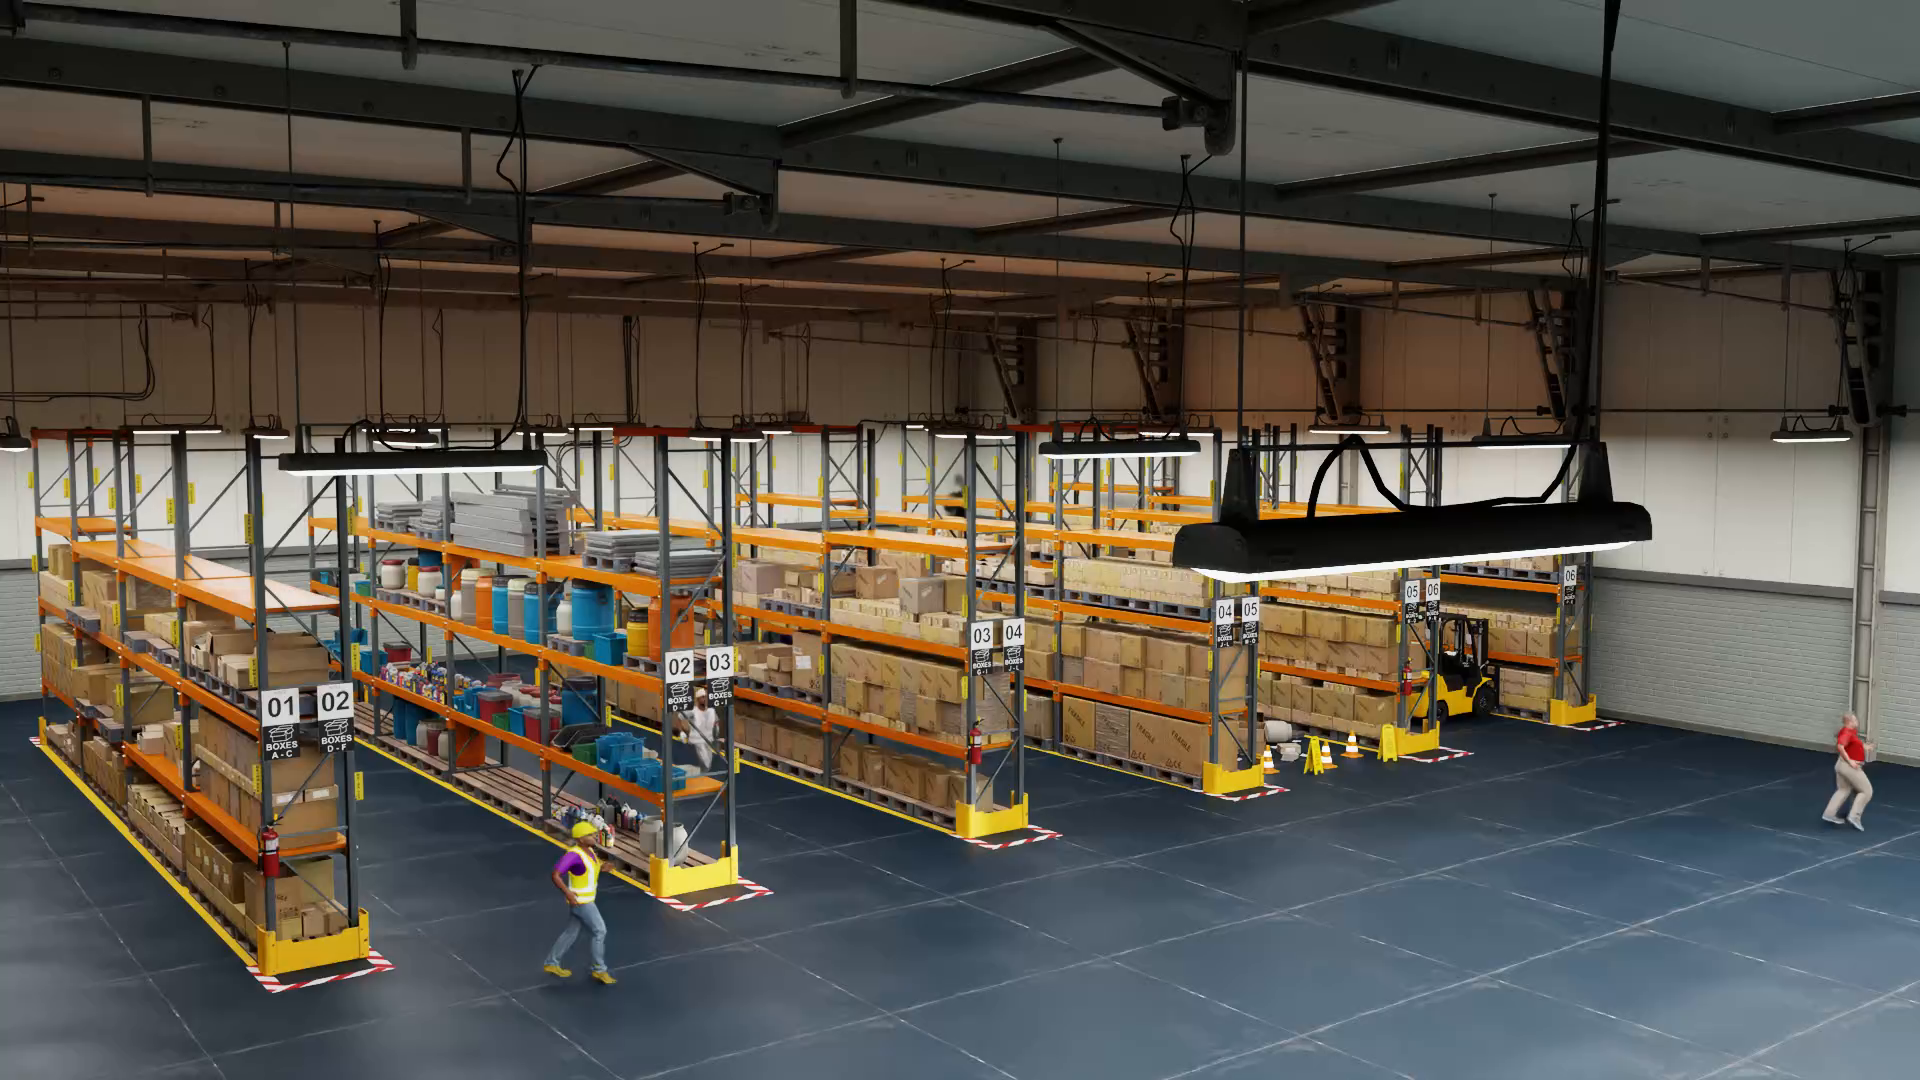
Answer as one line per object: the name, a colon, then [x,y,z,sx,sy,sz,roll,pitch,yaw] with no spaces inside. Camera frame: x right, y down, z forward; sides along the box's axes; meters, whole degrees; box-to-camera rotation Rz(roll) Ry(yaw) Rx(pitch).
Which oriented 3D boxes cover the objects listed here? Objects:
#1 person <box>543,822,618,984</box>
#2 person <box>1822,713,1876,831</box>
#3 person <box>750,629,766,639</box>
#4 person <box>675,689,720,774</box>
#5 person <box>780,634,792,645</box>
person: [-4.207,4.012,18.388,0.807,1.828,0.666,-1,5,-9]
person: [13.474,3.512,25.145,0.725,1.790,0.637,1,5,8]
person: [-5.057,2.226,41.905,0.530,1.613,0.607,0,4,6]
person: [-4.199,3.311,27.175,0.663,1.753,0.678,4,6,42]
person: [-4.384,2.209,42.486,0.482,1.616,0.605,-3,5,-33]
